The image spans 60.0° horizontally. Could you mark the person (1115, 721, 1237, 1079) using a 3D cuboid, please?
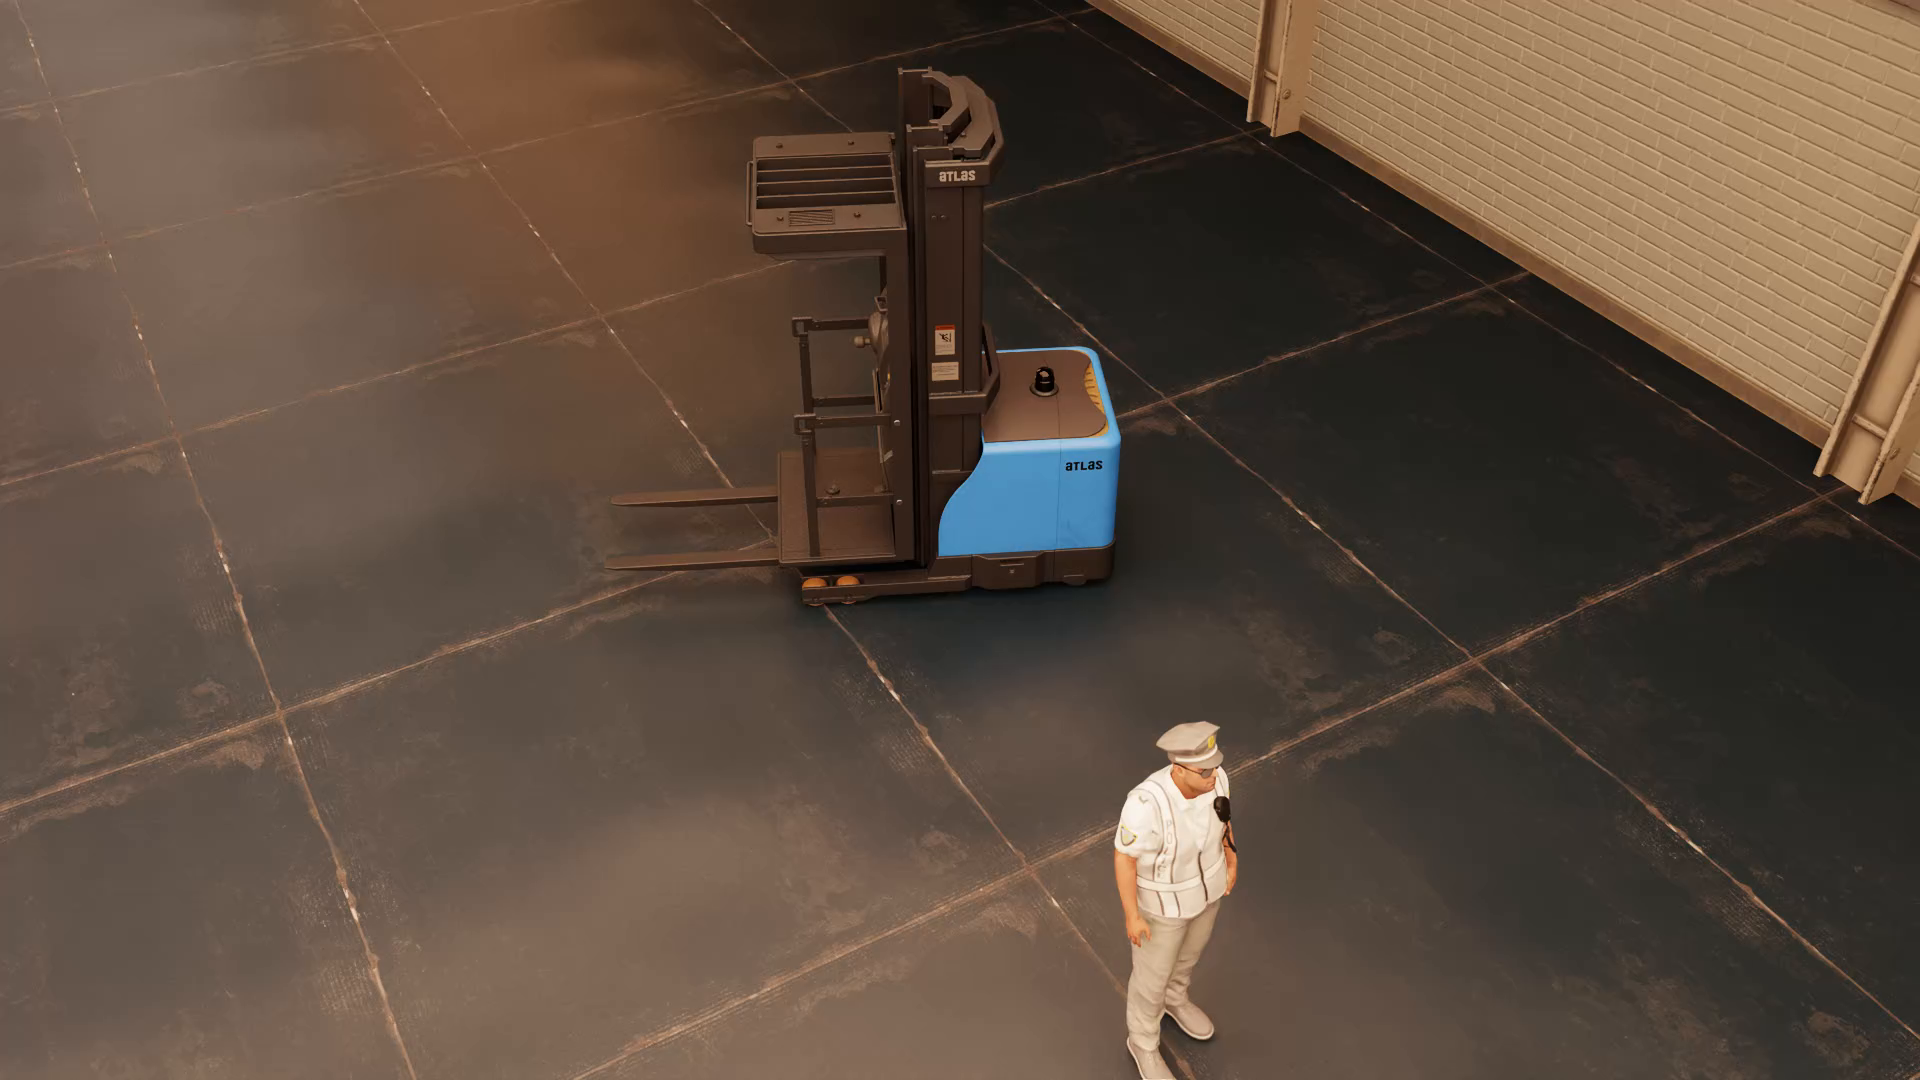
[{"bbox_3d":[0.975,1.526,7.084,0.640,1.781,0.576,-25,46,-27],"label":"person"}]

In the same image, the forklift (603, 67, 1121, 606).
[{"bbox_3d":[-0.622,-1.093,9.354,3.031,2.935,1.130,-3,40,-4],"label":"forklift"}]
